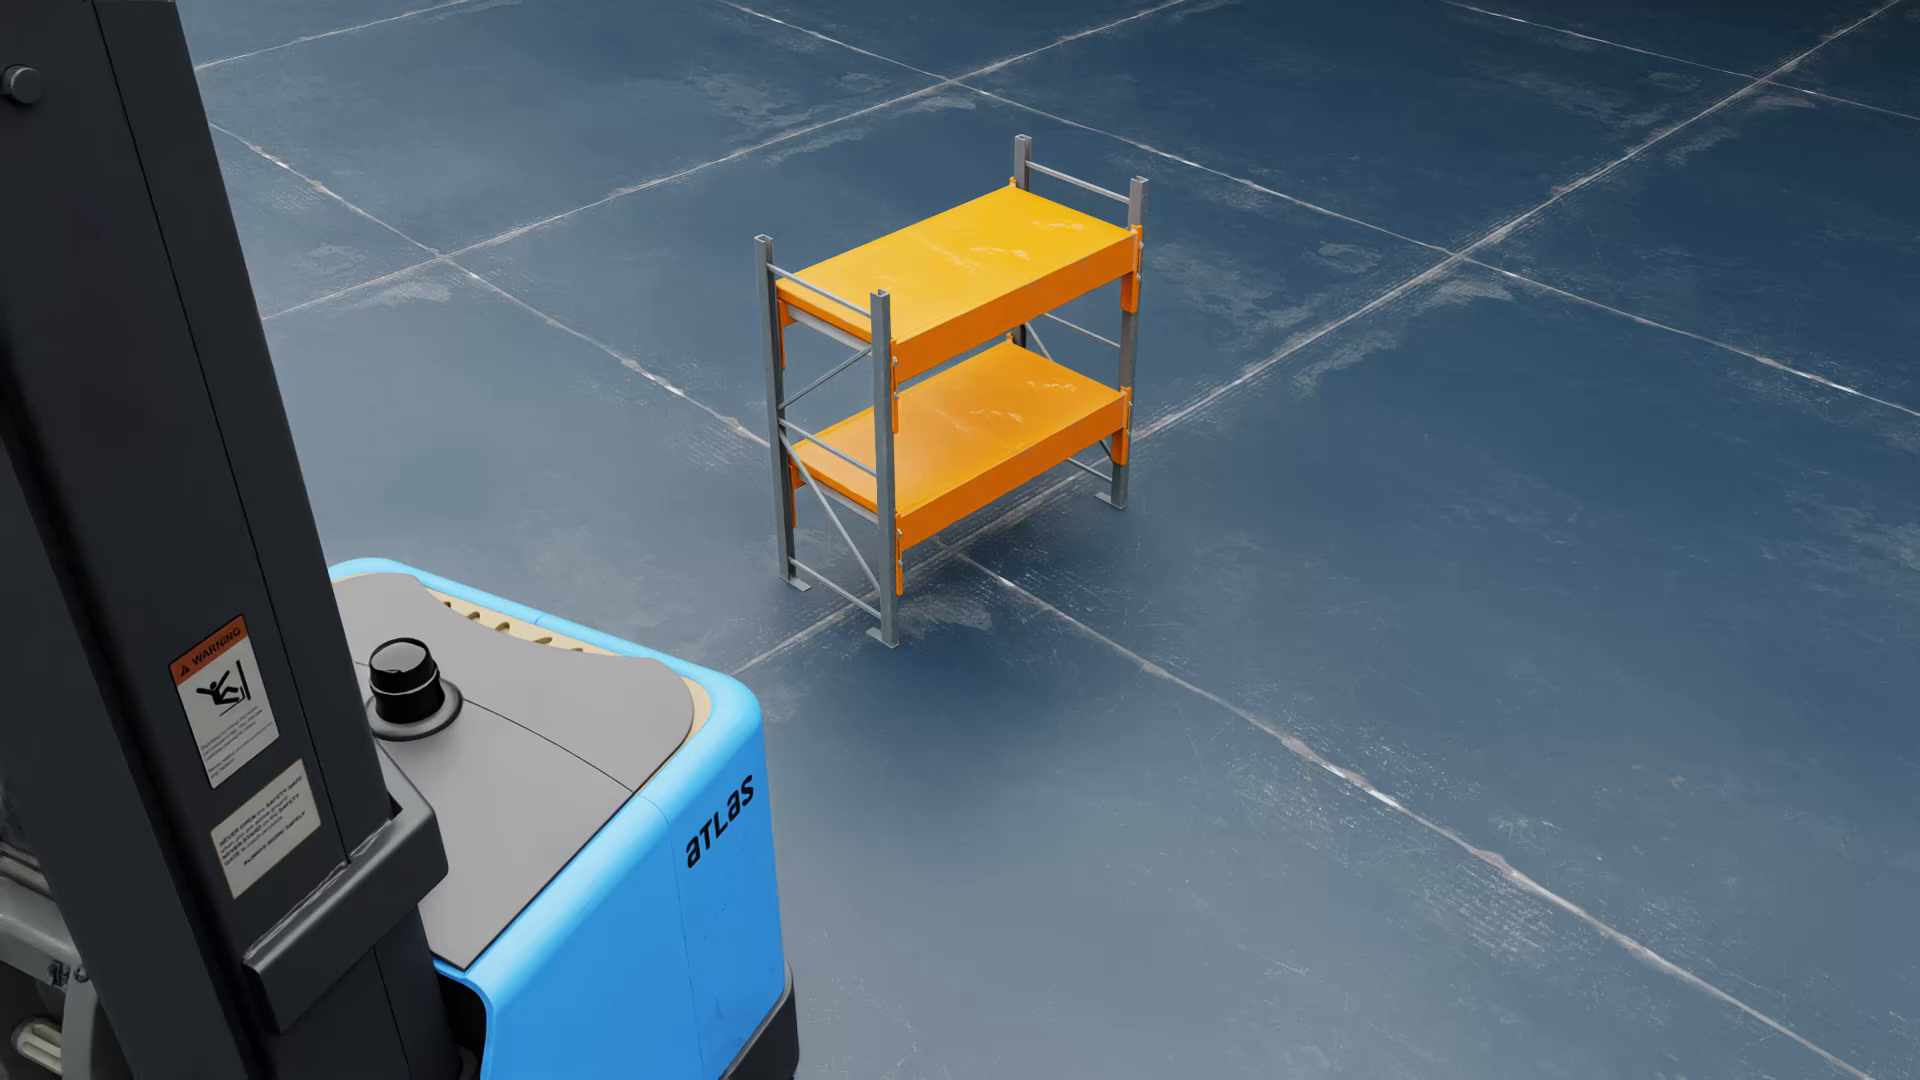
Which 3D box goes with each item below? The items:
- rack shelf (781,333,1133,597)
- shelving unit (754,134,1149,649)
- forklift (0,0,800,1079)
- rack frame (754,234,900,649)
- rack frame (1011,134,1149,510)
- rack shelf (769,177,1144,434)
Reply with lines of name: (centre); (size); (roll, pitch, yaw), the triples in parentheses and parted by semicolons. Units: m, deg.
rack shelf: (-0.005, -0.258, 5.064); (0.538, 0.278, 1.000); (30, 45, 35)
shelving unit: (-0.005, -0.459, 4.924); (0.538, 1.125, 1.048); (30, 45, 35)
forklift: (-1.459, 0.569, 1.873); (1.130, 2.935, 3.031); (16, 38, 22)
rack frame: (-0.363, -0.252, 4.628); (0.500, 1.125, 0.032); (30, 45, 35)
rack frame: (0.353, -0.665, 5.220); (0.500, 1.125, 0.032); (30, 45, 35)
rack shelf: (-0.005, -0.699, 4.757); (0.538, 0.278, 1.000); (30, 45, 35)
